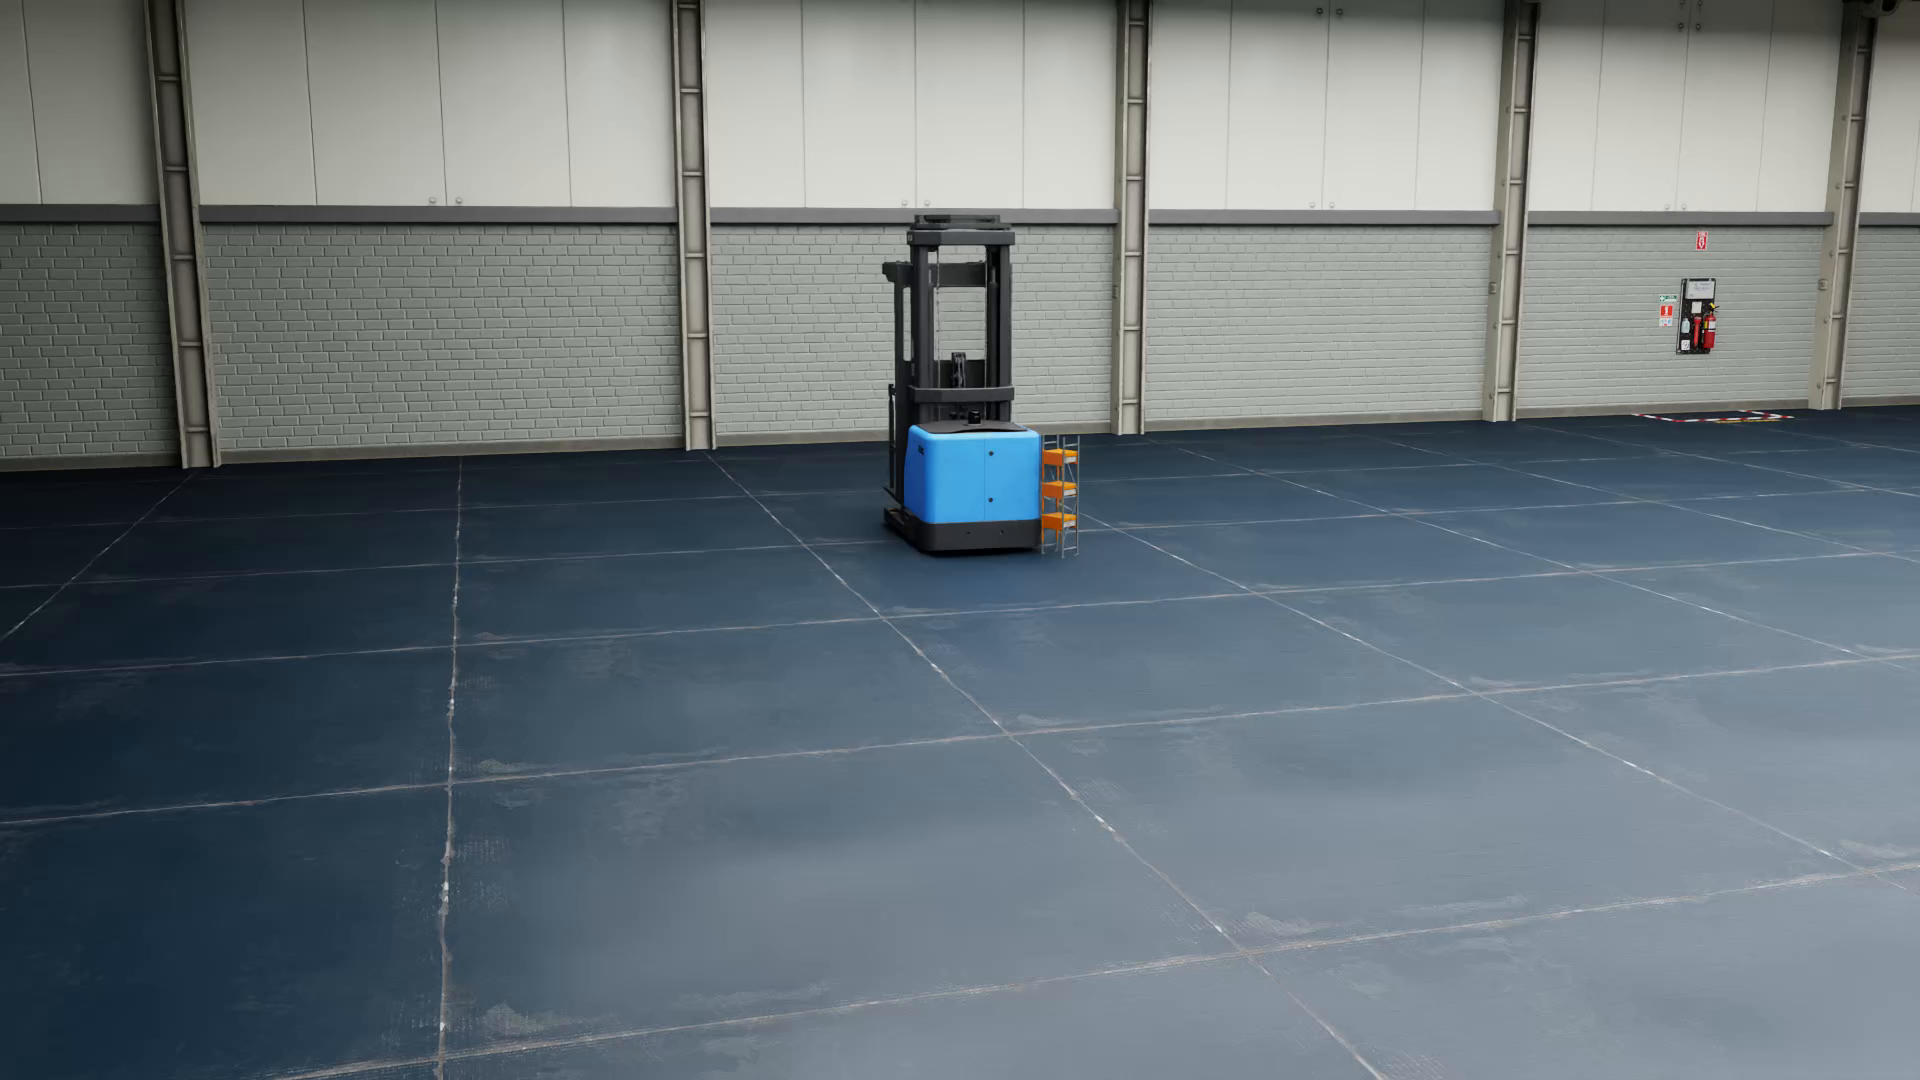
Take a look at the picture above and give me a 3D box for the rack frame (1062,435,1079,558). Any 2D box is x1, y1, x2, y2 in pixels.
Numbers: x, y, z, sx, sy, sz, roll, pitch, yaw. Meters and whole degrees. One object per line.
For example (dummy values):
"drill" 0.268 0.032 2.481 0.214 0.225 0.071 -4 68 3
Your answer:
"rack frame" 0.956 -0.374 14.380 0.200 1.050 0.008 -10 14 -42

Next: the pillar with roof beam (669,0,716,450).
"pillar with roof beam" -2.205 -4.876 16.884 0.400 9.000 9.100 -3 11 -16

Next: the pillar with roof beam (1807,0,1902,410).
"pillar with roof beam" 15.078 -5.787 21.832 0.548 9.000 9.100 -3 11 -16

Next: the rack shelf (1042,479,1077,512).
"rack shelf" 0.872 -0.379 14.470 0.215 0.259 0.240 -10 14 -42

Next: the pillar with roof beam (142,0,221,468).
"pillar with roof beam" -7.965 -4.573 15.235 0.400 9.000 9.100 -3 11 -16

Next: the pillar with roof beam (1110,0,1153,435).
"pillar with roof beam" 3.556 -5.180 18.534 0.400 9.000 9.100 -3 11 -16

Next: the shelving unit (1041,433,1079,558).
"shelving unit" 0.872 -0.390 14.468 0.215 1.050 0.252 -10 14 -42

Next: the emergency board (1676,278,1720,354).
"emergency board" 11.491 -3.467 25.797 0.643 1.169 0.194 -3 11 -16

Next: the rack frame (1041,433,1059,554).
"rack frame" 0.788 -0.406 14.555 0.200 1.050 0.008 -10 14 -42

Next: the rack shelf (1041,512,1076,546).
"rack shelf" 0.872 -0.106 14.520 0.215 0.259 0.240 -10 14 -42

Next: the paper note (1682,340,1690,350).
"paper note" 11.302 -3.037 25.894 0.142 0.148 0.016 -3 11 -16

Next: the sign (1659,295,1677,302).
"sign" 10.939 -3.734 25.684 0.331 0.109 0.001 -3 11 -16

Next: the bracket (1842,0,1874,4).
"bracket" 13.576 -8.223 25.122 0.430 0.232 0.235 -3 11 -16

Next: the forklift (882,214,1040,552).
"forklift" -0.115 -1.563 15.645 1.130 2.935 3.031 -2 11 -12

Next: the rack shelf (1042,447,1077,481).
"rack shelf" 0.872 -0.658 14.418 0.215 0.259 0.240 -10 14 -42

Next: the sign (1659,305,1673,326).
"sign" 10.932 -3.474 25.739 0.234 0.329 0.001 -3 11 -16

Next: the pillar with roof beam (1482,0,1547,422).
"pillar with roof beam" 9.317 -5.484 20.183 0.548 9.000 9.100 -3 11 -16

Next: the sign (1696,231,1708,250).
"sign" 11.456 -4.624 25.679 0.199 0.298 0.001 -3 11 -16
